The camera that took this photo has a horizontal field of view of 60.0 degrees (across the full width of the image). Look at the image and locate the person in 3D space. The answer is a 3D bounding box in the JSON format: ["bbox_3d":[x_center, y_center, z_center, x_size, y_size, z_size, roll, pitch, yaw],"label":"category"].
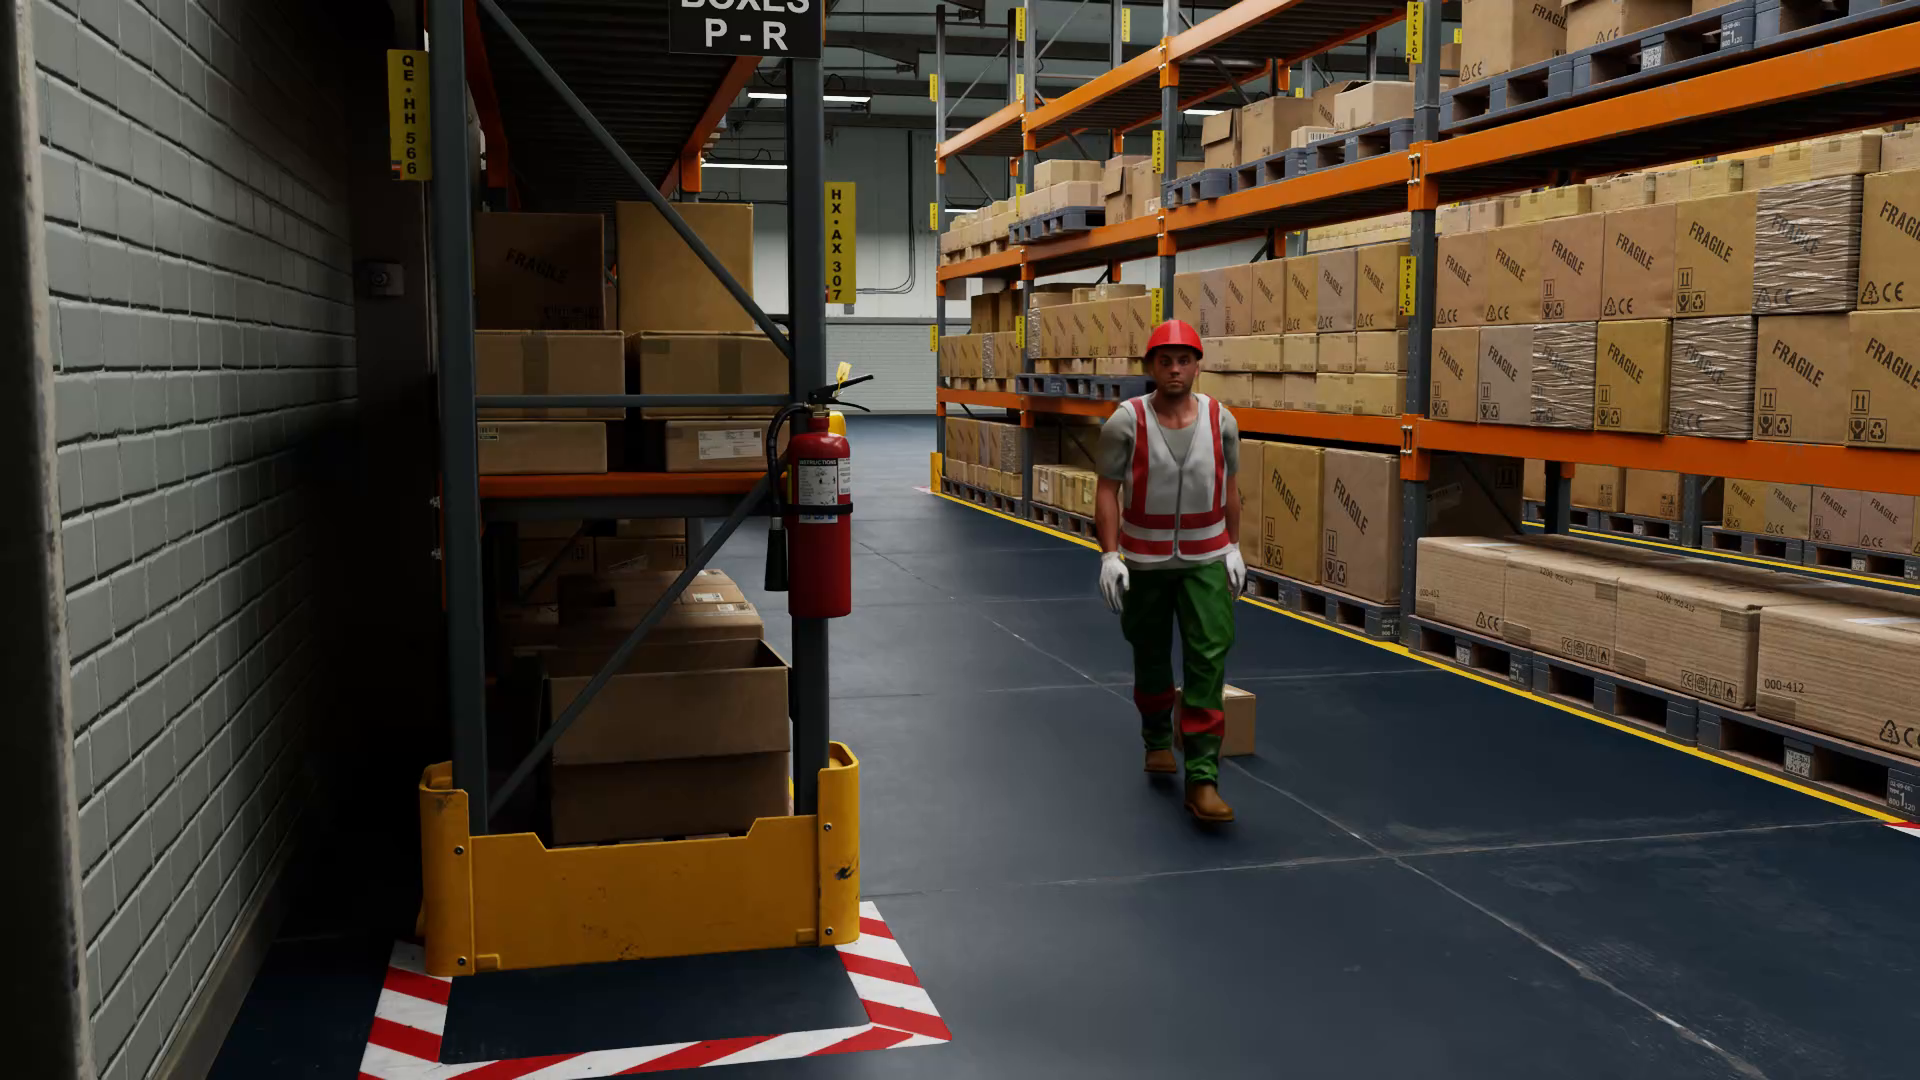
[{"bbox_3d":[0.771,0.069,6.015,0.571,1.724,0.981,0,6,3],"label":"person"}]
